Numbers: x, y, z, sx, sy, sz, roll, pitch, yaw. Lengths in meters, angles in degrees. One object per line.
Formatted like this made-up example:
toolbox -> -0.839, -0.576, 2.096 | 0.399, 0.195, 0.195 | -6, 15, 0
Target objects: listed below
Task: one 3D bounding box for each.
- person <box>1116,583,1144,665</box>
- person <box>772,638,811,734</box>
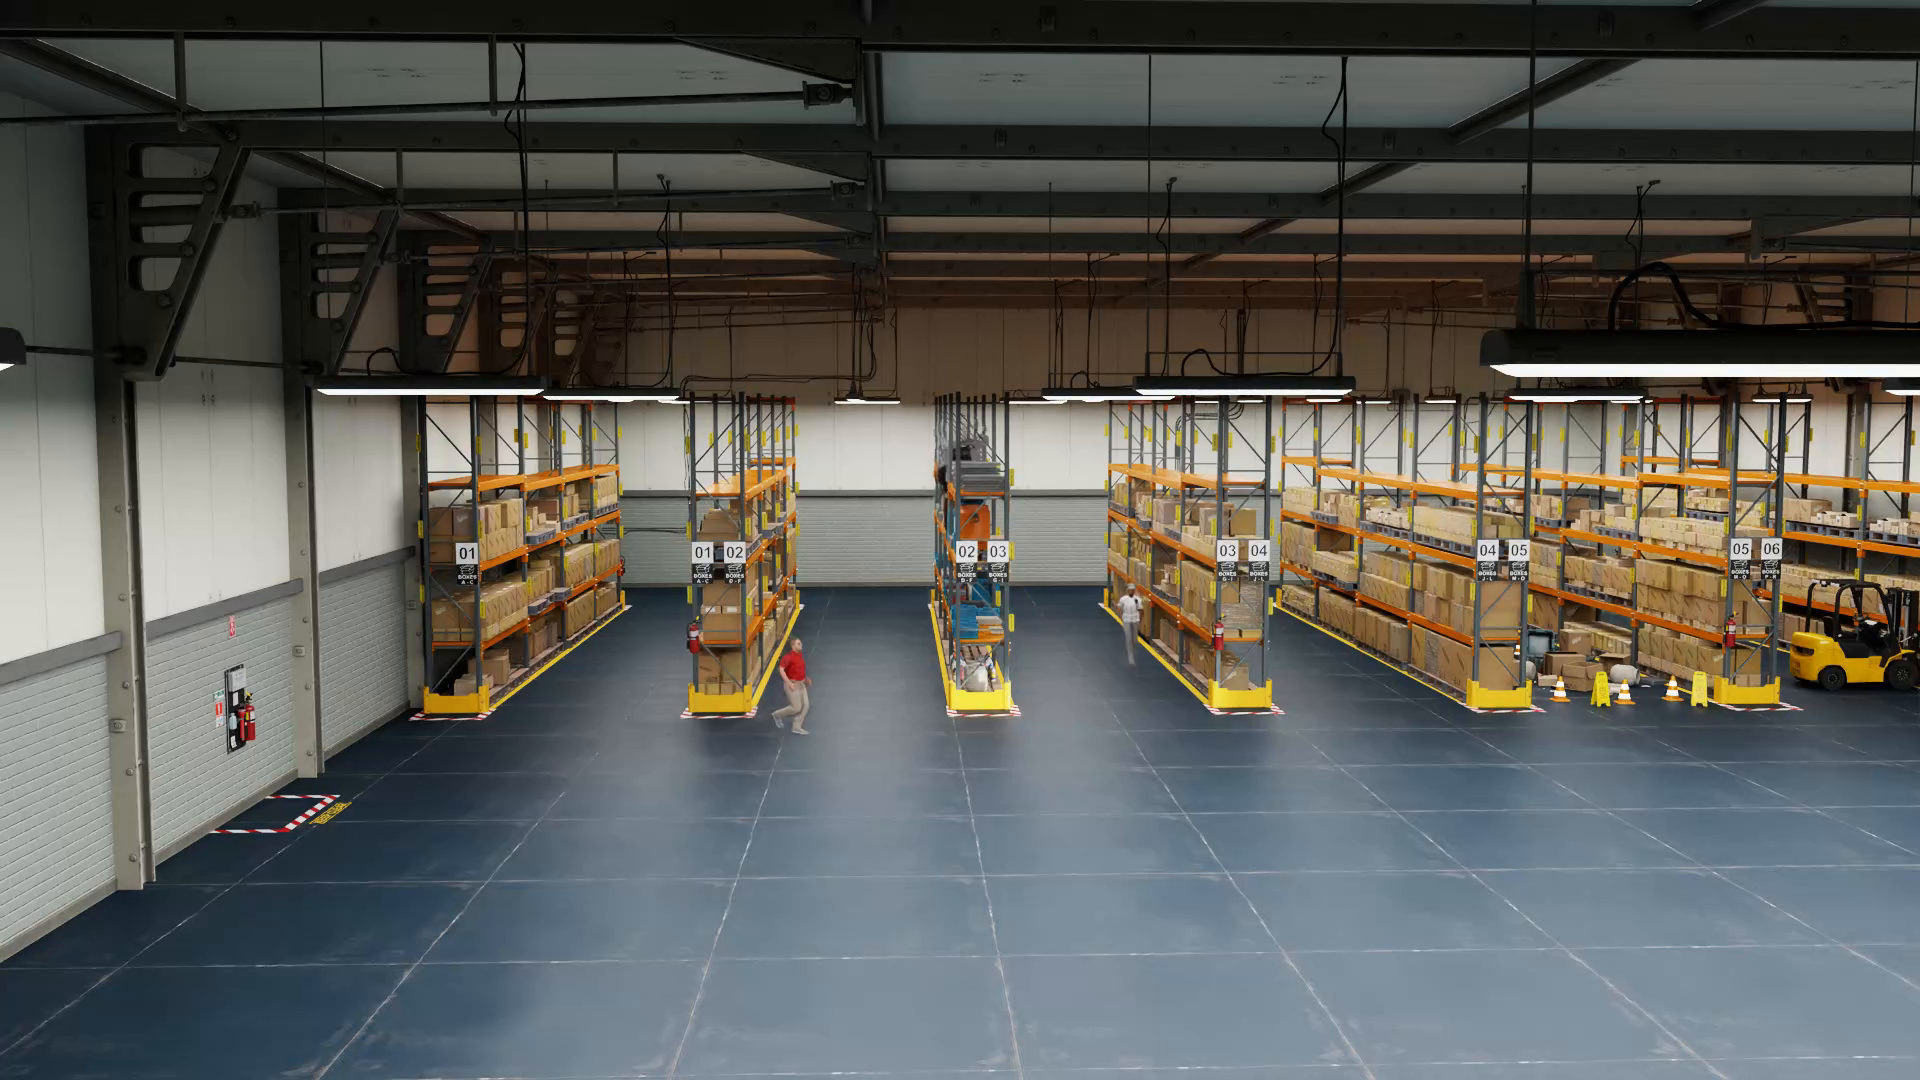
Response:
person -> 3.640, 1.767, 35.472 | 0.578, 1.708, 0.732 | 0, 5, -2
person -> -2.956, 2.560, 29.119 | 0.625, 1.696, 0.692 | 2, 5, 23
